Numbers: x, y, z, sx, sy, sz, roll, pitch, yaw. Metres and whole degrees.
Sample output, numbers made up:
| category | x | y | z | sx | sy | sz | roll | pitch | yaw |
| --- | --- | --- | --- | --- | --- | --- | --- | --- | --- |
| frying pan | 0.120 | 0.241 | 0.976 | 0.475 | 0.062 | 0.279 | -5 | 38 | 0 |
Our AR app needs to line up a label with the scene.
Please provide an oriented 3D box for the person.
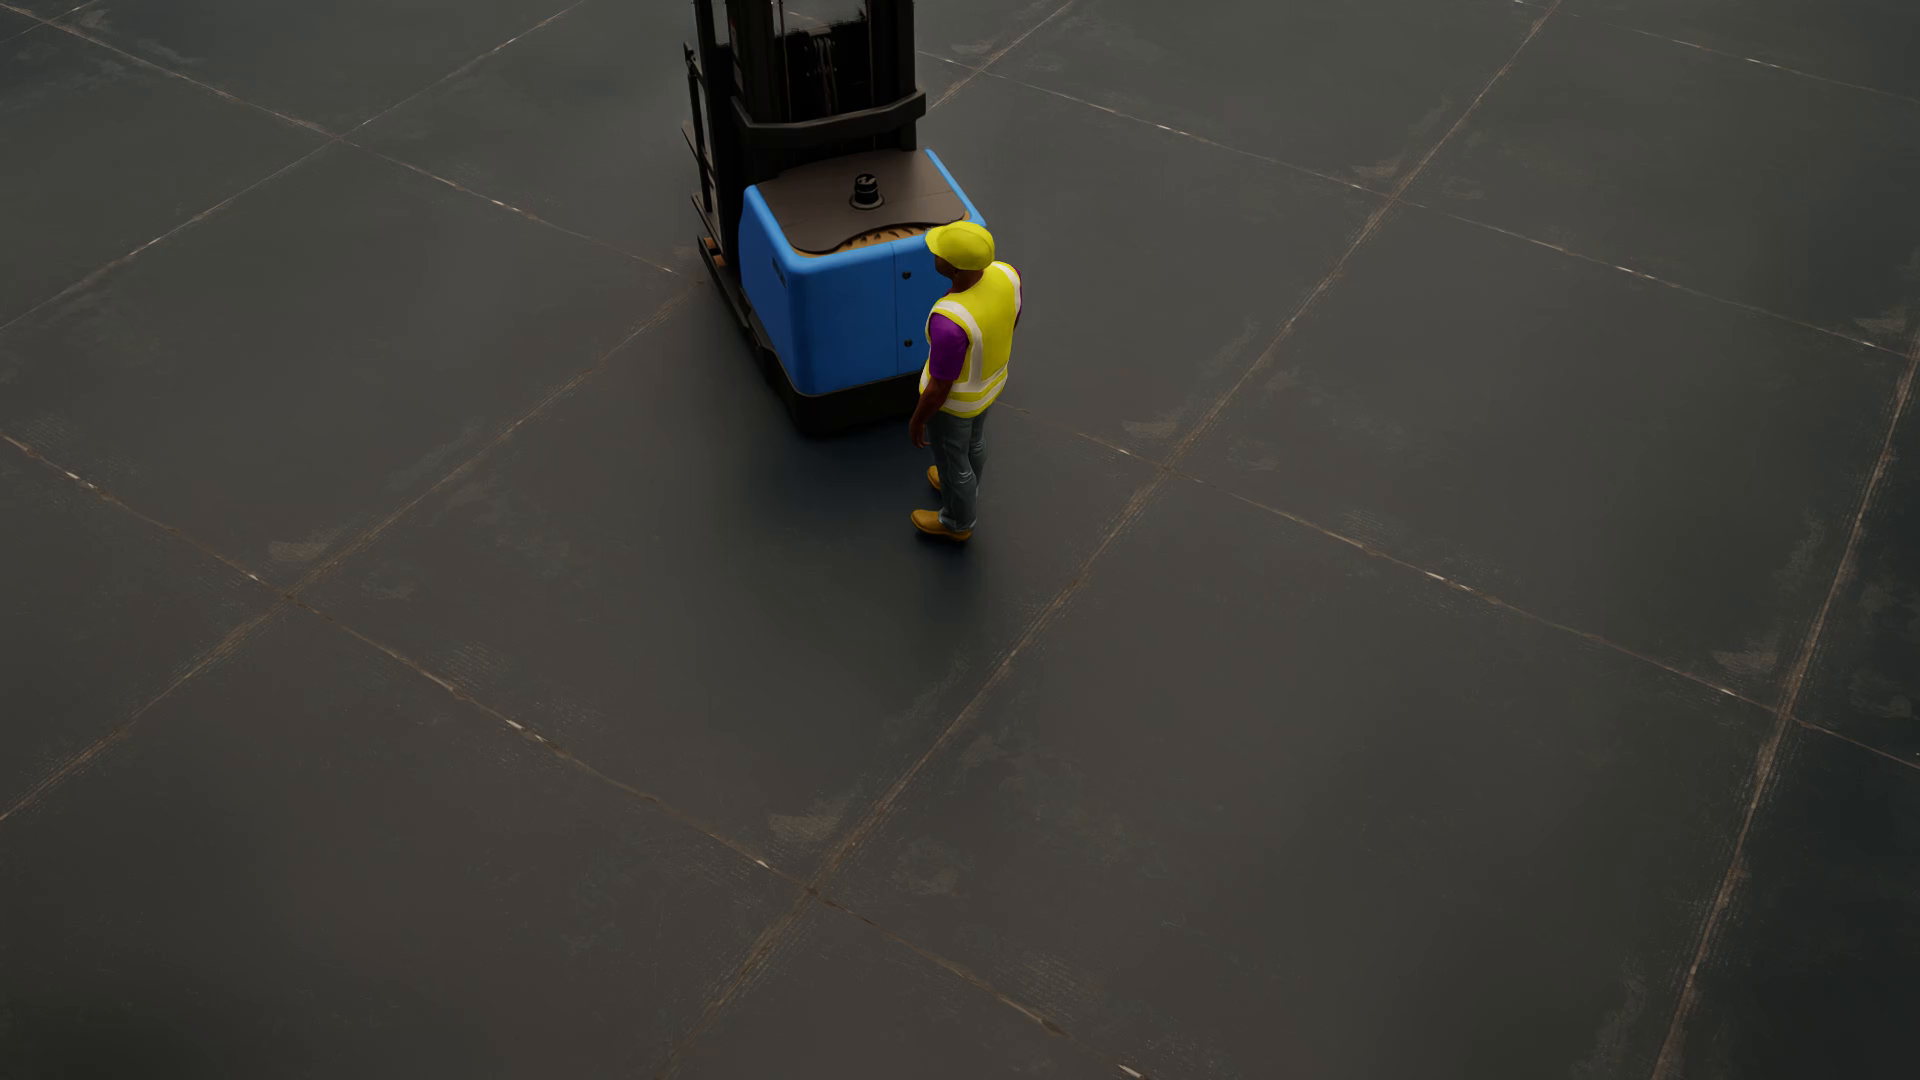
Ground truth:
| category | x | y | z | sx | sy | sz | roll | pitch | yaw |
| --- | --- | --- | --- | --- | --- | --- | --- | --- | --- |
| person | -0.055 | -0.704 | 7.370 | 0.577 | 1.764 | 0.665 | 24 | 48 | 23 |

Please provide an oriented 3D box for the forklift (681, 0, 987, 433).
| category | x | y | z | sx | sy | sz | roll | pitch | yaw |
| --- | --- | --- | --- | --- | --- | --- | --- | --- | --- |
| forklift | -0.869 | -2.631 | 8.624 | 1.130 | 2.935 | 3.031 | -15 | 46 | -16 |
